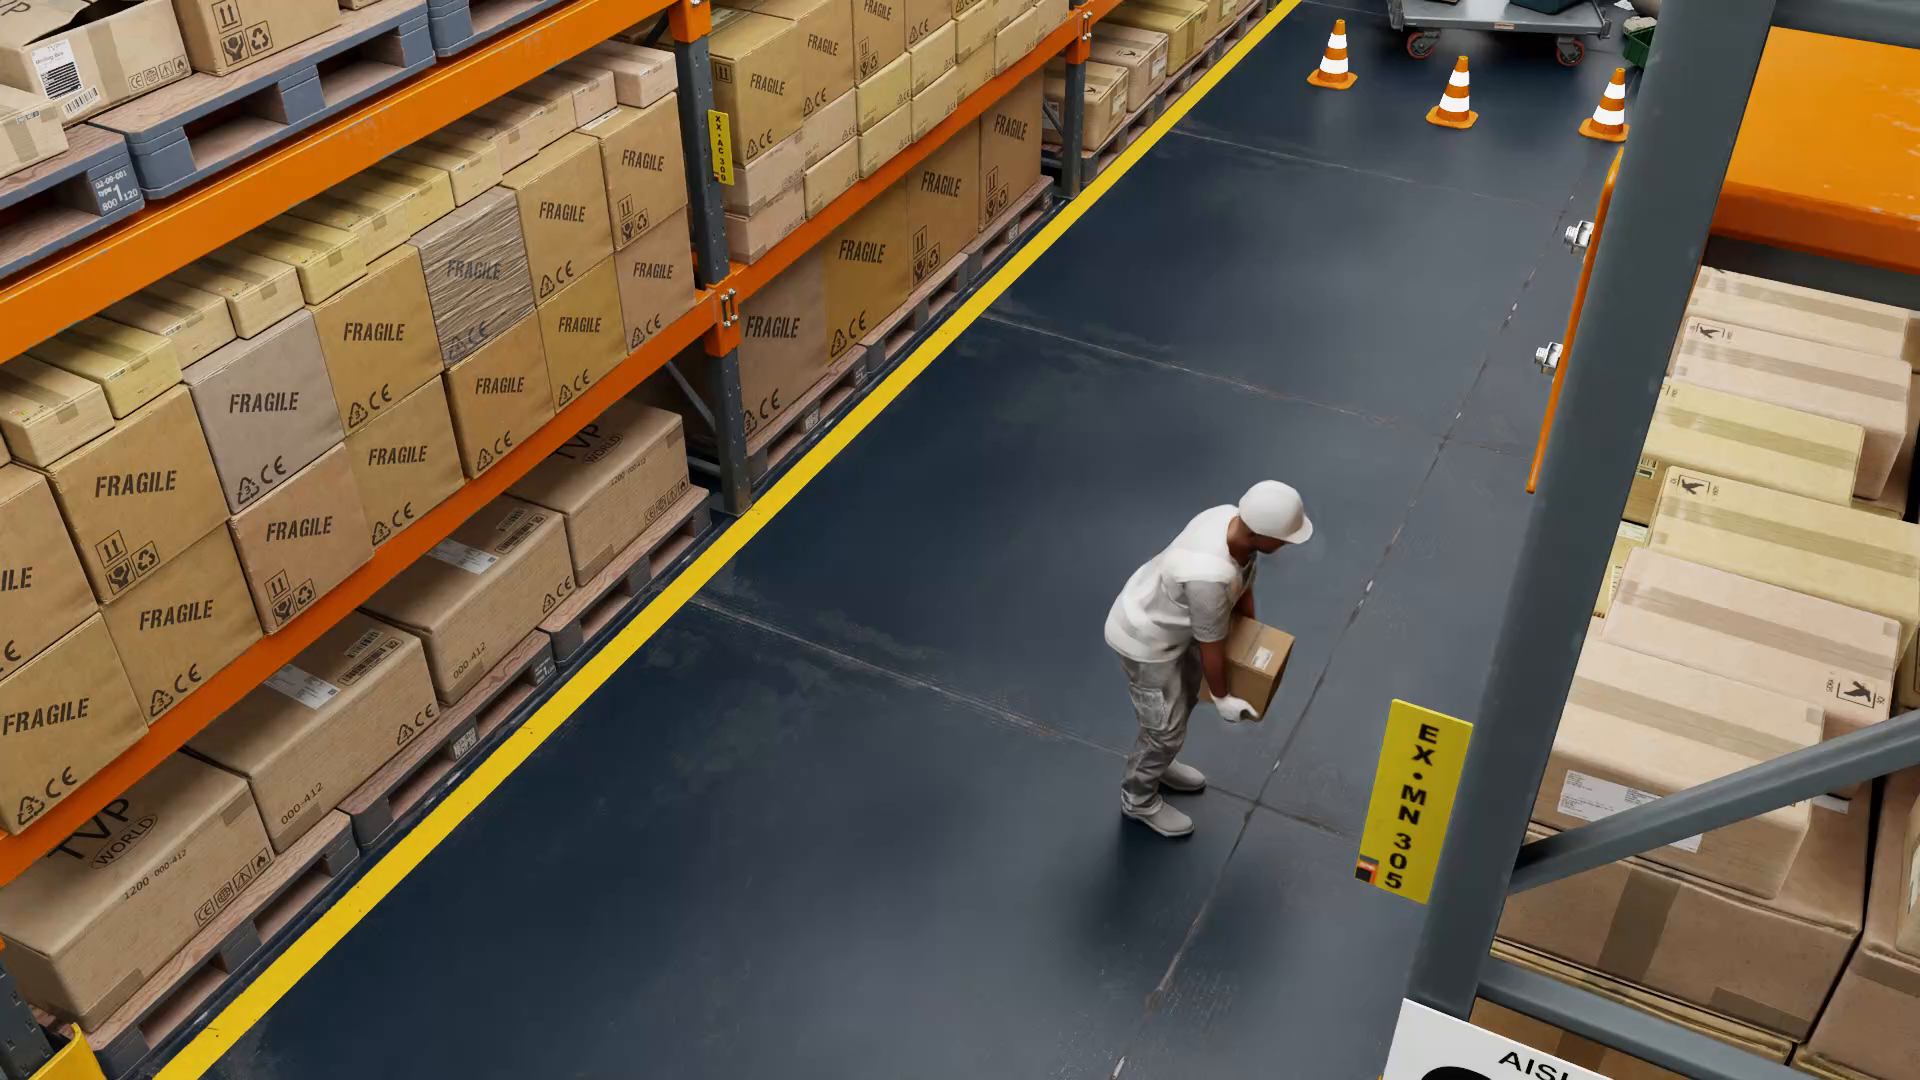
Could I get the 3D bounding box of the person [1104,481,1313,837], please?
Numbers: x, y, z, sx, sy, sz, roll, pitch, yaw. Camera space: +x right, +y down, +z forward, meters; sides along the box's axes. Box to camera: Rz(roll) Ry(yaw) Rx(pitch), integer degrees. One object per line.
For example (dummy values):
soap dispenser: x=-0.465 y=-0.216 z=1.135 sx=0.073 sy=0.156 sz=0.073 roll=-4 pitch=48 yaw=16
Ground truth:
person: x=0.903 y=0.417 z=6.284 sx=0.694 sy=1.669 sz=0.480 roll=17 pitch=41 yaw=21
